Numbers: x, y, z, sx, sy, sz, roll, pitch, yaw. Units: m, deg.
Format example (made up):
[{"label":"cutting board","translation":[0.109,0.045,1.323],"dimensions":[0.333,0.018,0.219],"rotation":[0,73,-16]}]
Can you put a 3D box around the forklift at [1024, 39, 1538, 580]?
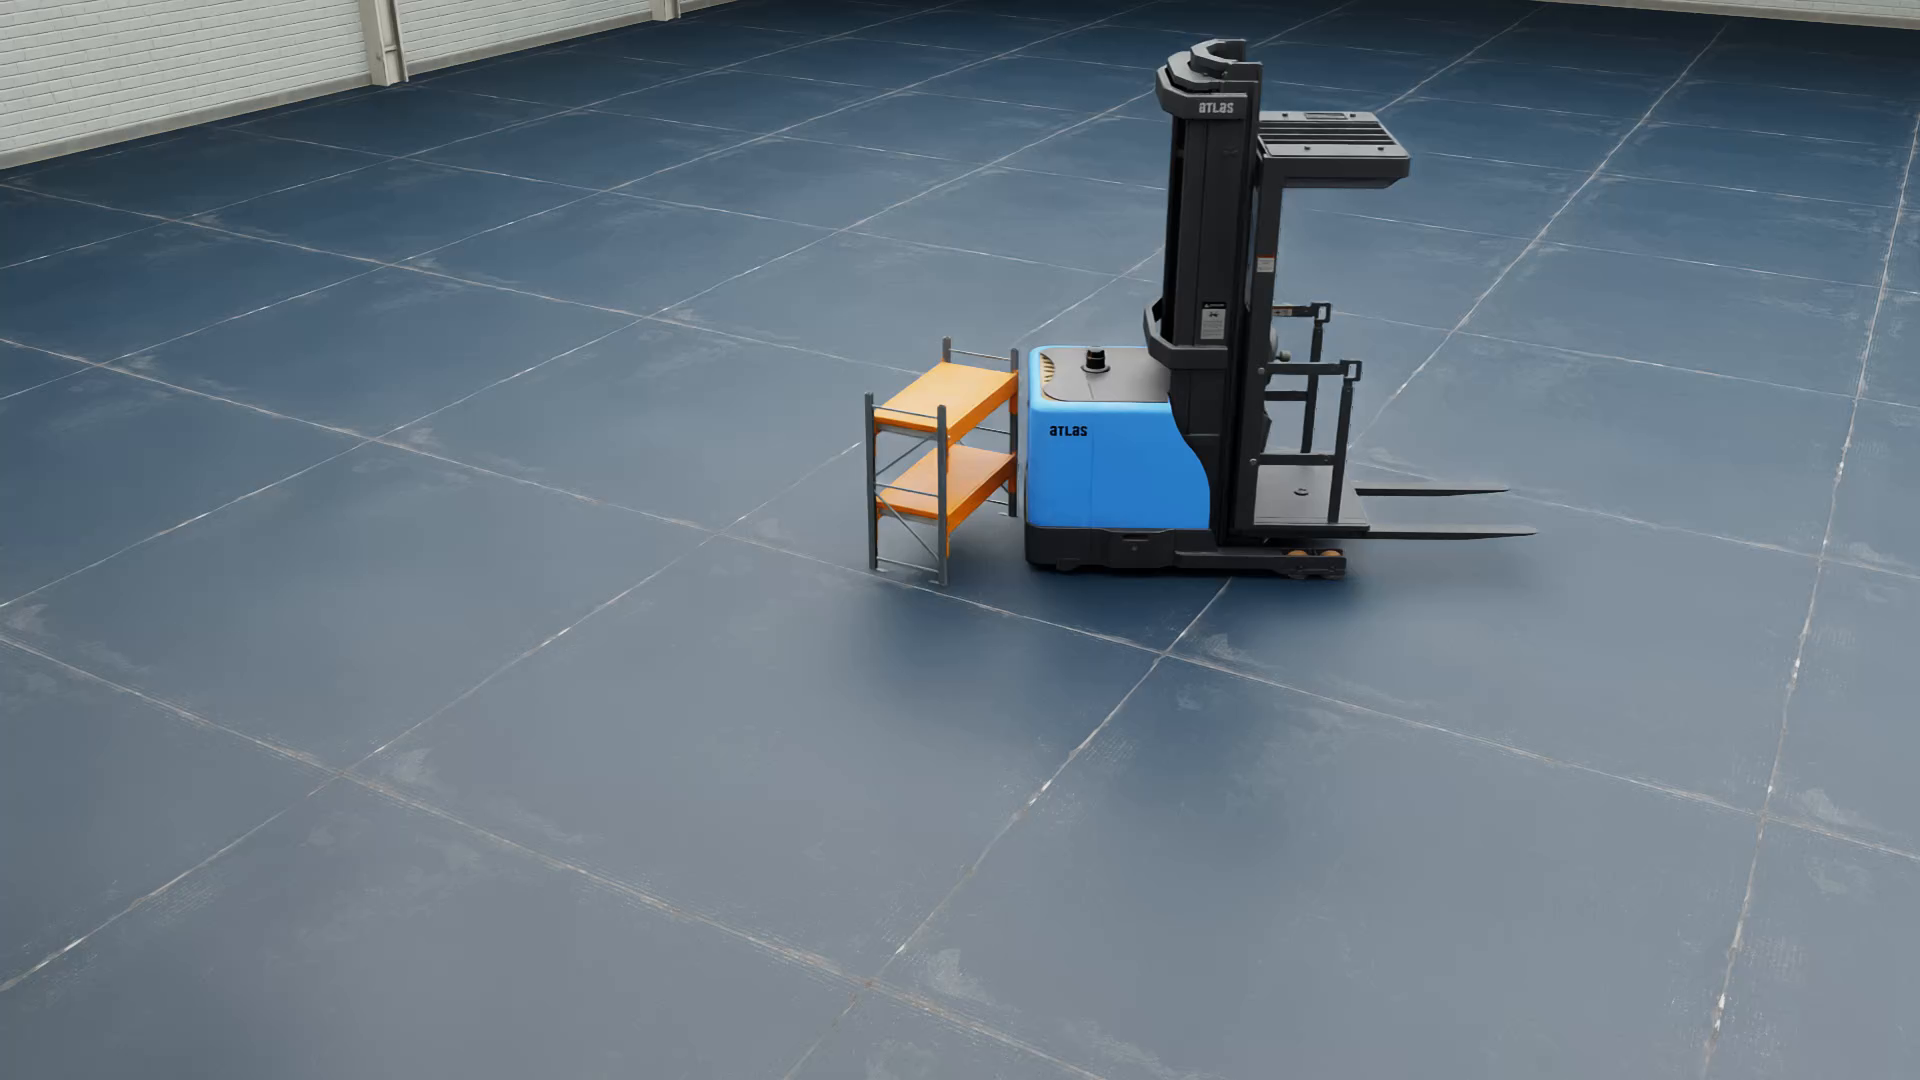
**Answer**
[{"label":"forklift","translation":[1.914,-1.321,9.614],"dimensions":[3.031,2.935,1.130],"rotation":[1,27,1]}]

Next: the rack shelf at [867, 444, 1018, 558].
[{"label":"rack shelf","translation":[-0.091,-0.272,10.082],"dimensions":[0.538,0.278,1.000],"rotation":[12,29,22]}]

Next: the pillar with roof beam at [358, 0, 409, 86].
[{"label":"pillar with roof beam","translation":[-4.051,-9.336,18.848],"dimensions":[9.100,9.000,0.400],"rotation":[14,30,26]}]

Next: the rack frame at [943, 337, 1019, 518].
[{"label":"rack frame","translation":[0.126,-0.696,10.384],"dimensions":[0.500,1.125,0.032],"rotation":[12,29,22]}]

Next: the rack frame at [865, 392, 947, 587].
[{"label":"rack frame","translation":[-0.307,-0.284,9.562],"dimensions":[0.500,1.125,0.032],"rotation":[12,29,22]}]

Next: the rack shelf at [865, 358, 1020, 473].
[{"label":"rack shelf","translation":[-0.091,-0.752,9.842],"dimensions":[0.538,0.278,1.000],"rotation":[12,29,22]}]

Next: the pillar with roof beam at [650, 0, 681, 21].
[{"label":"pillar with roof beam","translation":[-1.100,-11.674,23.519],"dimensions":[9.100,9.000,0.400],"rotation":[14,30,26]}]

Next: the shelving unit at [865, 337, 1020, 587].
[{"label":"shelving unit","translation":[-0.091,-0.490,9.973],"dimensions":[0.538,1.125,1.048],"rotation":[12,29,22]}]
